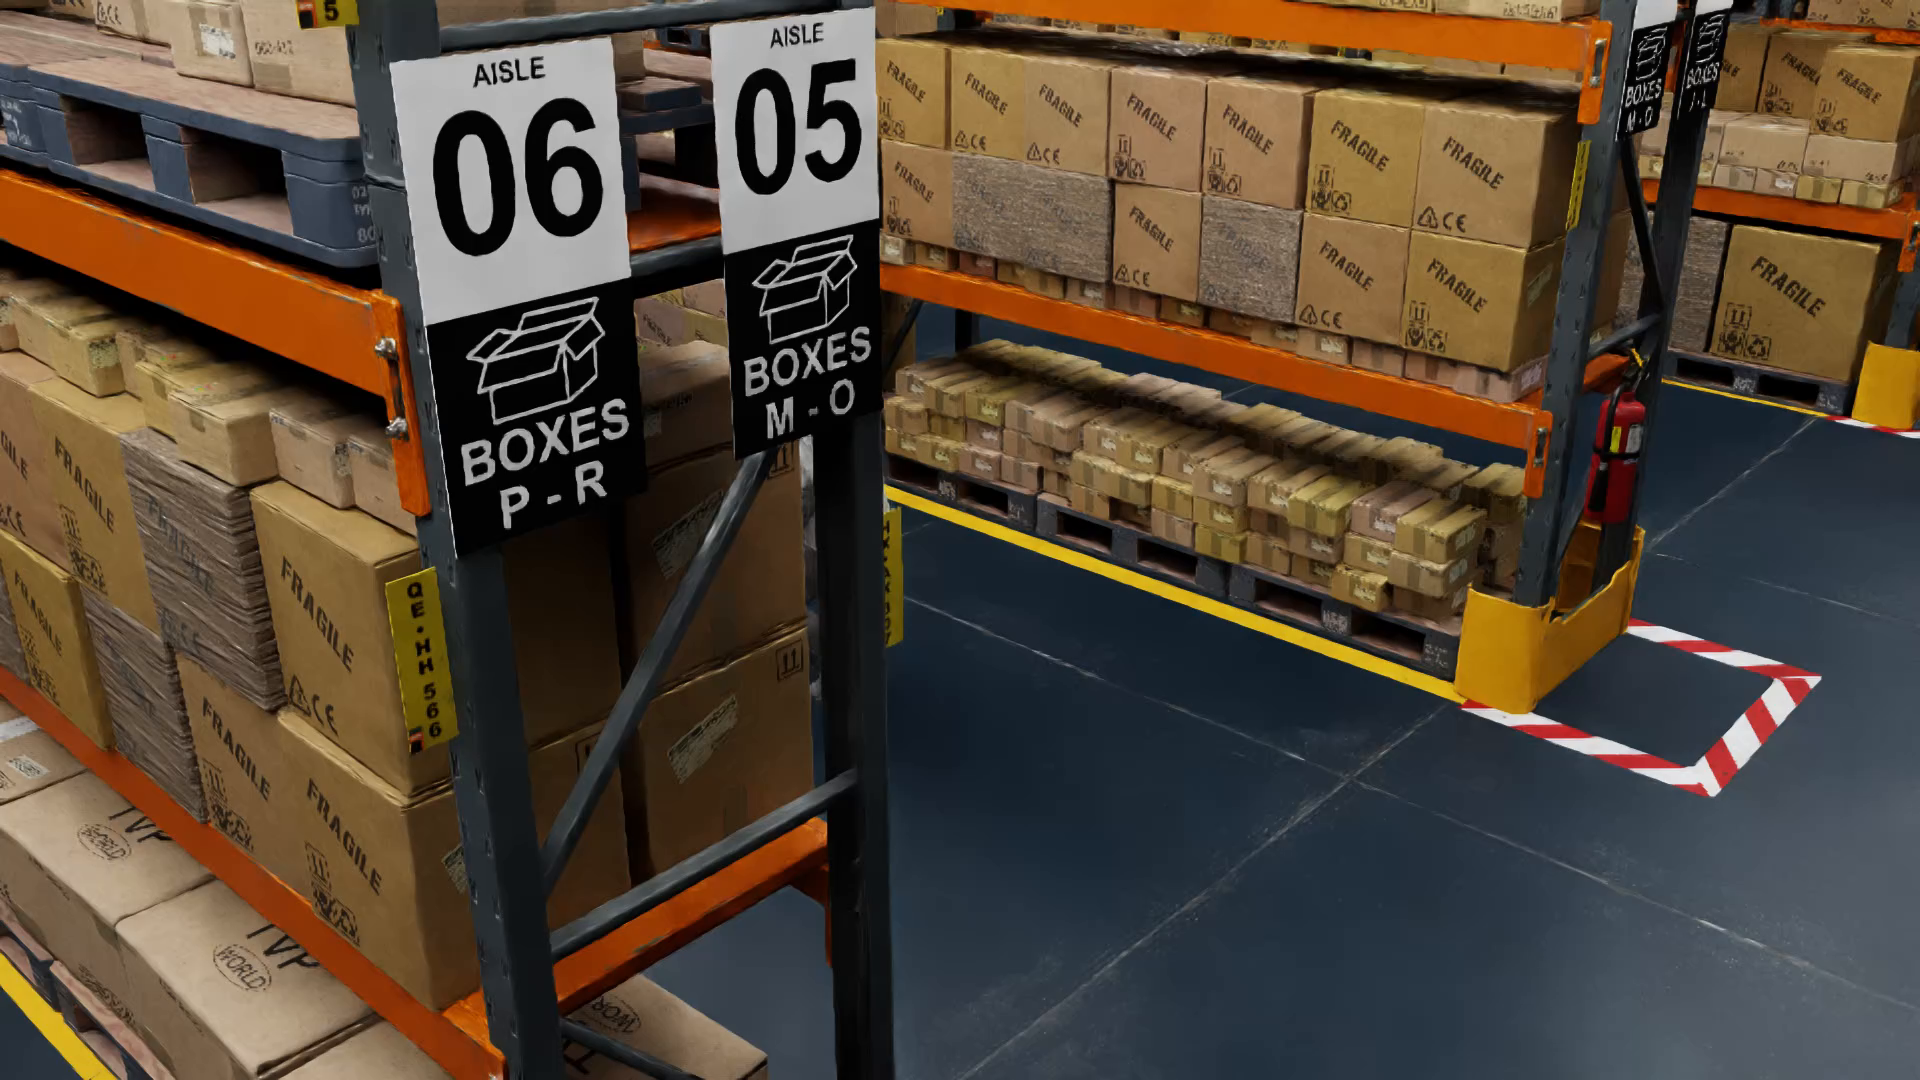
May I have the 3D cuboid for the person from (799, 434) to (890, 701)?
[{"bbox_3d":[-0.539,-0.117,6.950,0.517,1.674,0.911,6,24,13],"label":"person"}]
